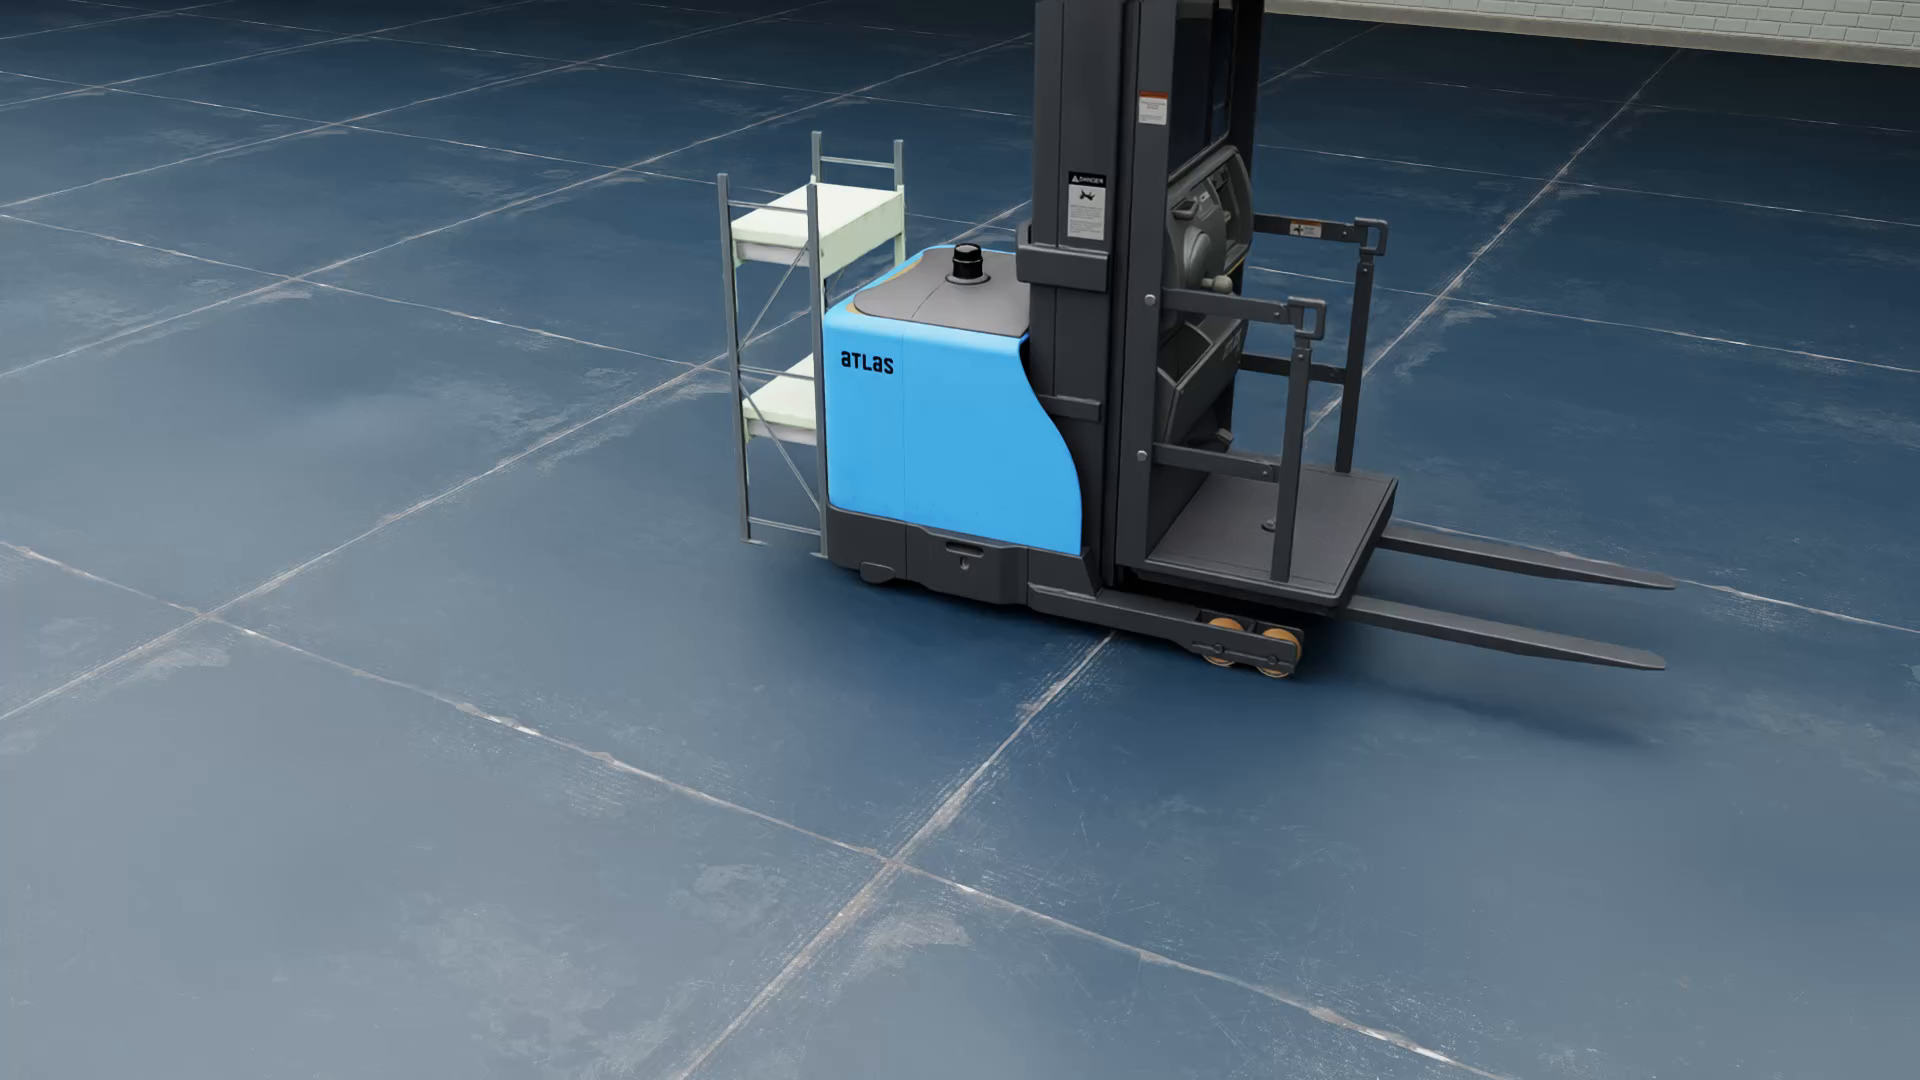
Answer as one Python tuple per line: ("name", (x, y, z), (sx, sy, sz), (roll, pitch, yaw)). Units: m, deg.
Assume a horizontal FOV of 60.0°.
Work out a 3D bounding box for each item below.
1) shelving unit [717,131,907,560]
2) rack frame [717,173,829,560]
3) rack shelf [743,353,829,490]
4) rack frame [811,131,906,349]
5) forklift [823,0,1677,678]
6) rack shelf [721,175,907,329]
("shelving unit", (-0.553, -0.783, 6.638), (0.431, 1.500, 0.755), (11, 29, 21))
("rack frame", (-0.698, -0.632, 6.338), (0.400, 1.500, 0.023), (11, 29, 21))
("rack shelf", (-0.553, -0.491, 6.784), (0.431, 0.370, 0.720), (11, 29, 21))
("rack frame", (-0.408, -0.933, 6.939), (0.400, 1.500, 0.023), (11, 29, 21))
("forklift", (1.049, -1.103, 5.678), (3.031, 2.935, 1.130), (11, 29, 21))
("rack shelf", (-0.553, -1.132, 6.464), (0.431, 0.370, 0.720), (11, 29, 21))
